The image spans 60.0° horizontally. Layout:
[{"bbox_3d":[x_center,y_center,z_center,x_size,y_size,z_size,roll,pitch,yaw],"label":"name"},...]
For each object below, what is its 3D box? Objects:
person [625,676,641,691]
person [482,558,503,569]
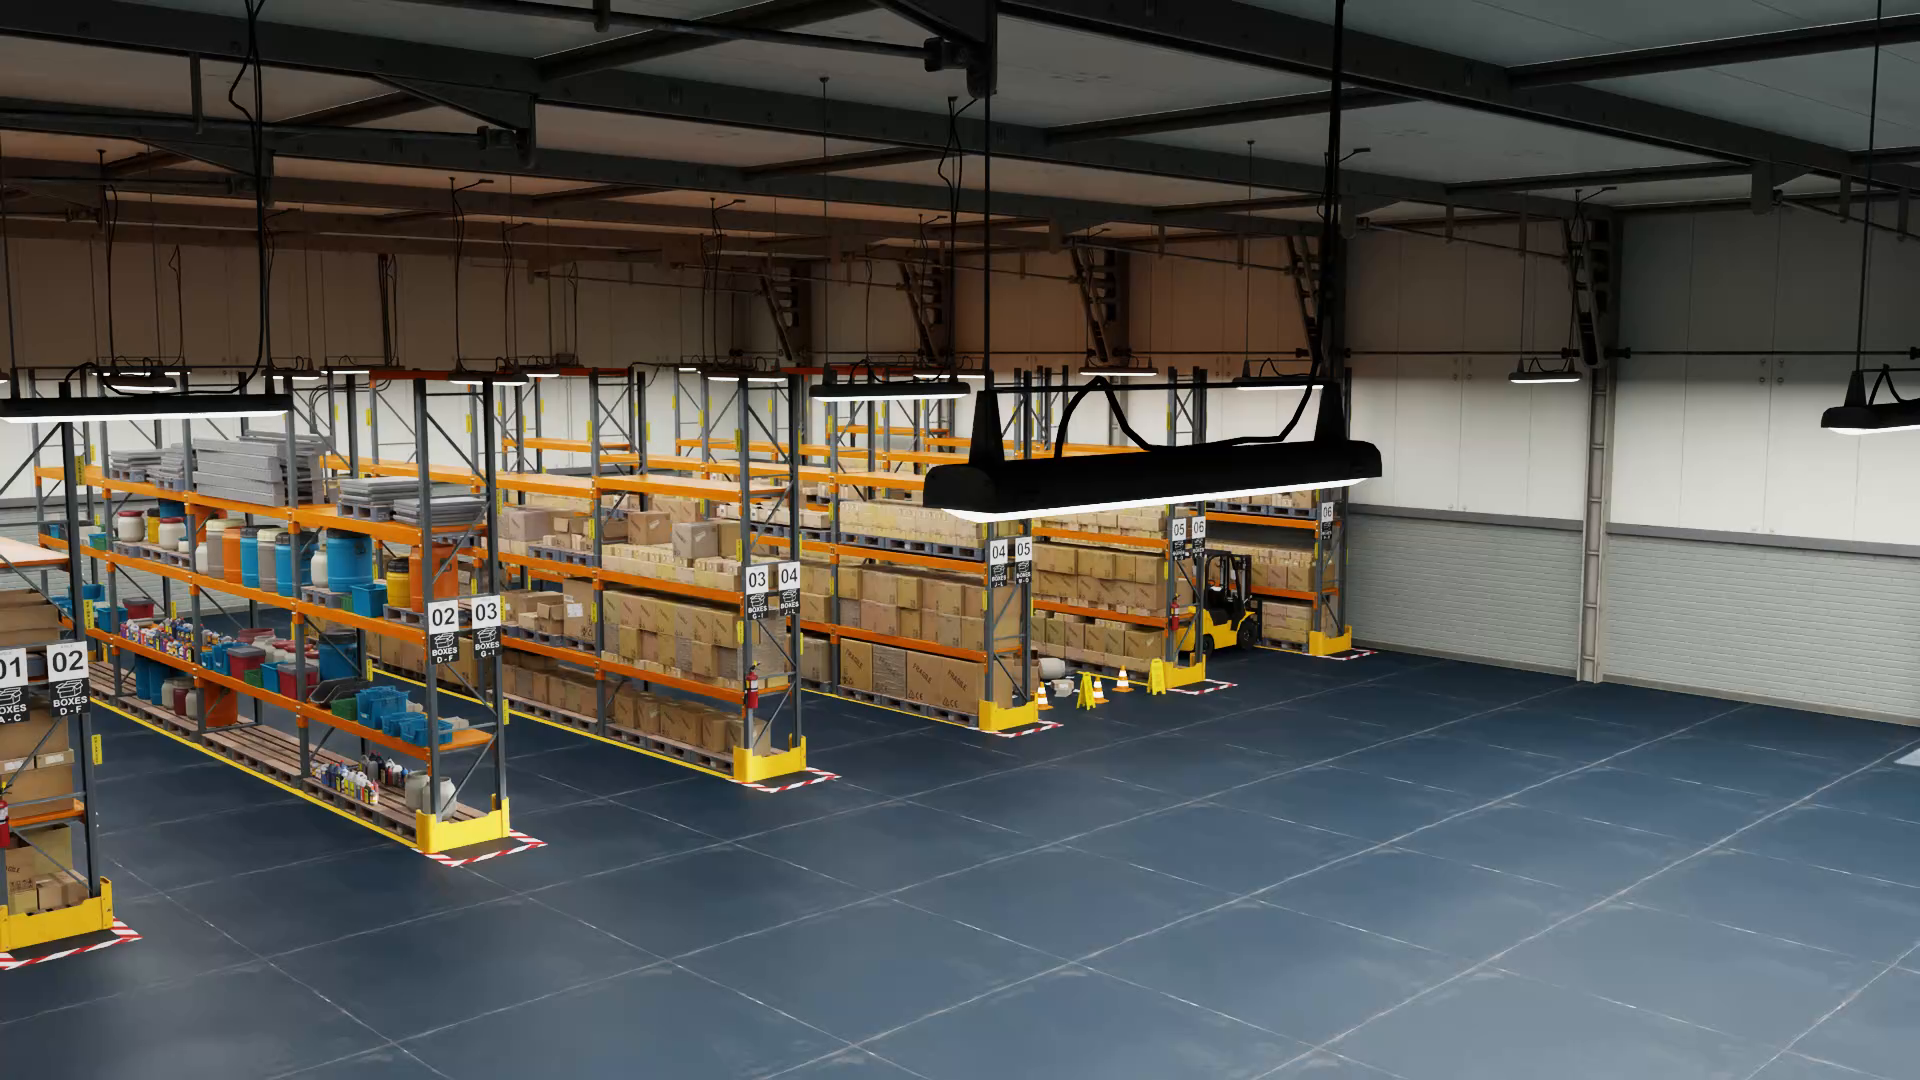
[{"bbox_3d":[-6.144,2.010,31.122,0.499,1.689,0.513,-2,7,-21],"label":"person"},{"bbox_3d":[-11.323,0.924,40.449,0.543,1.728,0.596,6,9,42],"label":"person"}]
